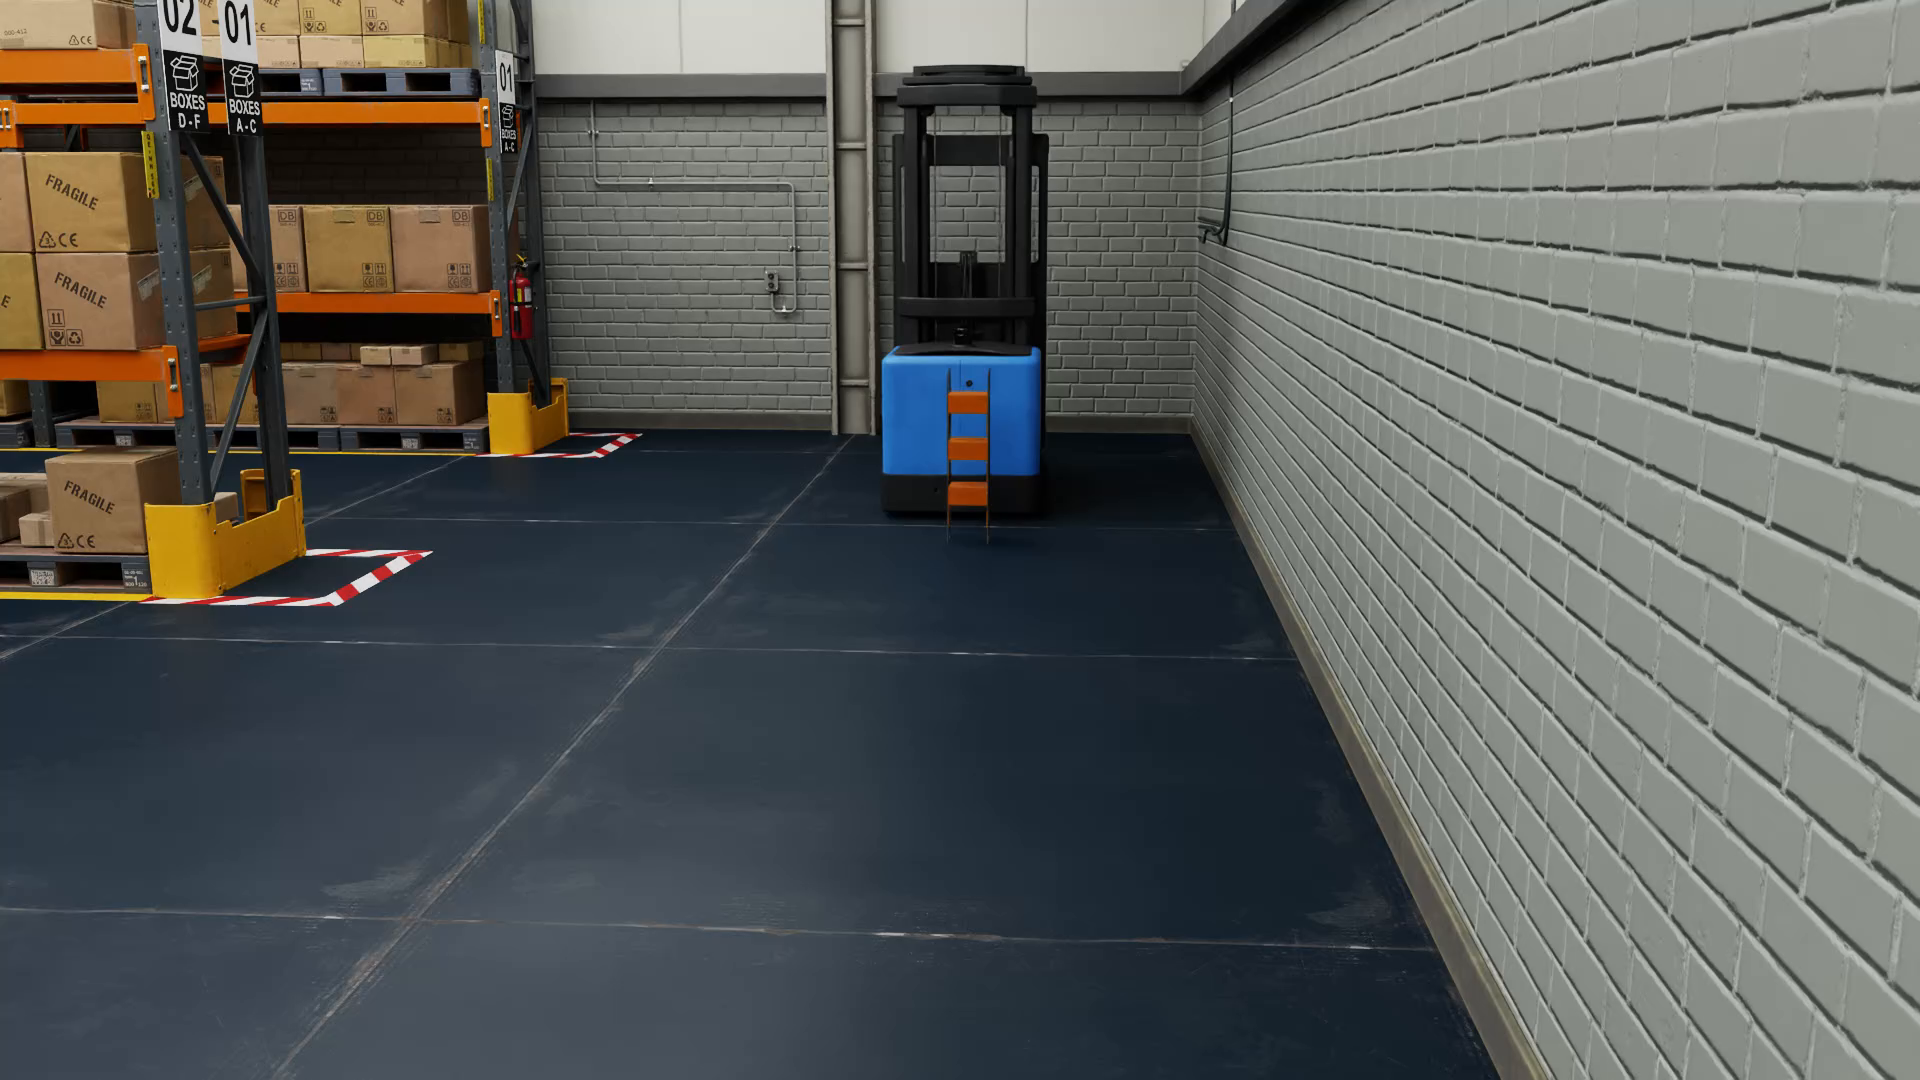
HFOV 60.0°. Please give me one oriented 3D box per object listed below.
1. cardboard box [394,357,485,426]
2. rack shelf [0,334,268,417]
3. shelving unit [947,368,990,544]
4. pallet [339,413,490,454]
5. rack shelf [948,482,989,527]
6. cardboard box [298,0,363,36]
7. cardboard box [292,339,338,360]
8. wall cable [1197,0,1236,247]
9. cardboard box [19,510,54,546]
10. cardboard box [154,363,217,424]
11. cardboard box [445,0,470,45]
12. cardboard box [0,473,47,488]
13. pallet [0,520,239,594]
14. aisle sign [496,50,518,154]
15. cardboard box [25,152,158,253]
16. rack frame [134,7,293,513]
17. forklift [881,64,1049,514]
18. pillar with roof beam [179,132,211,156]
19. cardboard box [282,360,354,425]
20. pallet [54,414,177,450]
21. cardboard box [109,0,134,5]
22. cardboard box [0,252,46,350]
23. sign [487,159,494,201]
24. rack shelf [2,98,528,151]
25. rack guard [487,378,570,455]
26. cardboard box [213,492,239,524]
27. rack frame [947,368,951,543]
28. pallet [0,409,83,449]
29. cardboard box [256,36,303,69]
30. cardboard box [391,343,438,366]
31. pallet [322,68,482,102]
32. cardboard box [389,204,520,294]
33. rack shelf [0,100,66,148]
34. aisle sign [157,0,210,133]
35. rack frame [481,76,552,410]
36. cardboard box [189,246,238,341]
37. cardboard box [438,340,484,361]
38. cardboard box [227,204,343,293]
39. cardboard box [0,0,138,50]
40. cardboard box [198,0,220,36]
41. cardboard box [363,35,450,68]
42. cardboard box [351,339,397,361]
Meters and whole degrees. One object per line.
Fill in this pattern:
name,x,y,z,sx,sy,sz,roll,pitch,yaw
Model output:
cardboard box,-4.385,-1.259,14.041,0.500,0.500,0.700,1,12,4
rack shelf,-6.002,-0.951,9.246,4.000,0.370,1.077,1,12,4
shelving unit,0.053,-0.513,10.157,0.252,1.050,0.215,1,12,4
pallet,-4.483,-0.918,14.141,1.213,0.211,1.003,1,12,4
rack shelf,0.053,-0.231,10.216,0.240,0.259,0.215,1,12,4
cardboard box,-4.927,-4.268,13.283,0.500,0.500,0.500,1,12,5
cardboard box,-5.512,-1.633,14.242,0.250,0.149,0.380,1,12,4
wall cable,1.940,-3.554,12.864,0.112,2.526,3.097,1,12,4
cardboard box,-4.964,-0.085,9.196,0.250,0.166,0.380,1,12,4
cardboard box,-6.430,-1.286,14.169,0.500,0.500,0.700,1,12,3
cardboard box,-4.392,-4.364,13.741,0.500,0.500,0.500,0,12,2
cardboard box,-5.528,-0.224,9.656,0.500,0.250,0.500,1,12,4
pallet,-4.878,0.077,9.383,1.213,0.211,1.003,1,12,4
aisle sign,-3.628,-3.498,13.316,0.004,0.787,0.394,1,12,4
cardboard box,-4.469,-1.764,8.689,0.500,0.500,0.500,1,12,3
rack frame,-4.007,-1.276,9.041,0.127,3.000,1.000,1,12,4
forklift,0.085,-1.856,11.980,1.130,2.935,3.031,1,12,3
pillar with roof beam,-7.202,-4.567,10.121,0.400,9.000,9.100,1,12,4
cardboard box,-5.386,-1.273,14.105,0.500,0.500,0.700,0,12,2
pallet,-6.917,-0.951,14.300,1.213,0.211,1.003,1,12,4
cardboard box,-4.536,-2.870,8.483,0.500,0.250,0.500,1,12,4
cardboard box,-4.990,-1.282,8.825,0.500,0.500,0.500,1,12,4
sign,-3.730,-2.860,13.208,0.005,0.325,0.100,1,12,4
rack shelf,-5.675,-3.431,13.777,4.000,0.370,1.077,1,12,4
rack guard,-3.656,-1.064,14.134,0.348,0.500,1.175,1,12,4
cardboard box,-4.402,-0.172,9.651,0.250,0.149,0.380,1,12,4
rack frame,-0.068,-0.515,10.165,0.008,1.050,0.200,1,12,4
pallet,-8.446,-0.973,14.403,1.213,0.211,1.003,1,12,4
cardboard box,-5.467,-3.906,13.385,0.500,0.250,0.500,0,12,2
cardboard box,-4.525,-1.541,13.805,0.250,0.149,0.380,1,12,3
pallet,-4.420,-3.721,13.620,1.213,0.211,1.003,1,12,4
cardboard box,-4.189,-2.440,13.872,0.700,0.700,0.980,1,12,6
rack shelf,-9.666,-3.486,14.038,4.000,0.370,1.077,1,12,4
aisle sign,-3.959,-2.485,8.472,0.004,0.787,0.394,1,12,4
rack frame,-3.680,-2.288,13.879,0.127,3.000,1.000,1,12,4
cardboard box,-4.432,-1.385,9.318,0.500,0.500,0.500,1,12,5
cardboard box,-4.247,-1.616,14.161,0.250,0.149,0.380,1,12,4
cardboard box,-5.676,-2.460,13.968,0.700,0.700,0.980,0,12,1
cardboard box,-4.537,-2.624,8.526,0.500,0.250,0.500,1,12,4
cardboard box,-5.971,-4.281,13.344,0.500,0.500,0.500,1,12,4
cardboard box,-4.428,-3.893,13.323,0.500,0.250,0.500,1,12,5
cardboard box,-5.002,-1.626,14.210,0.250,0.149,0.380,1,12,4
